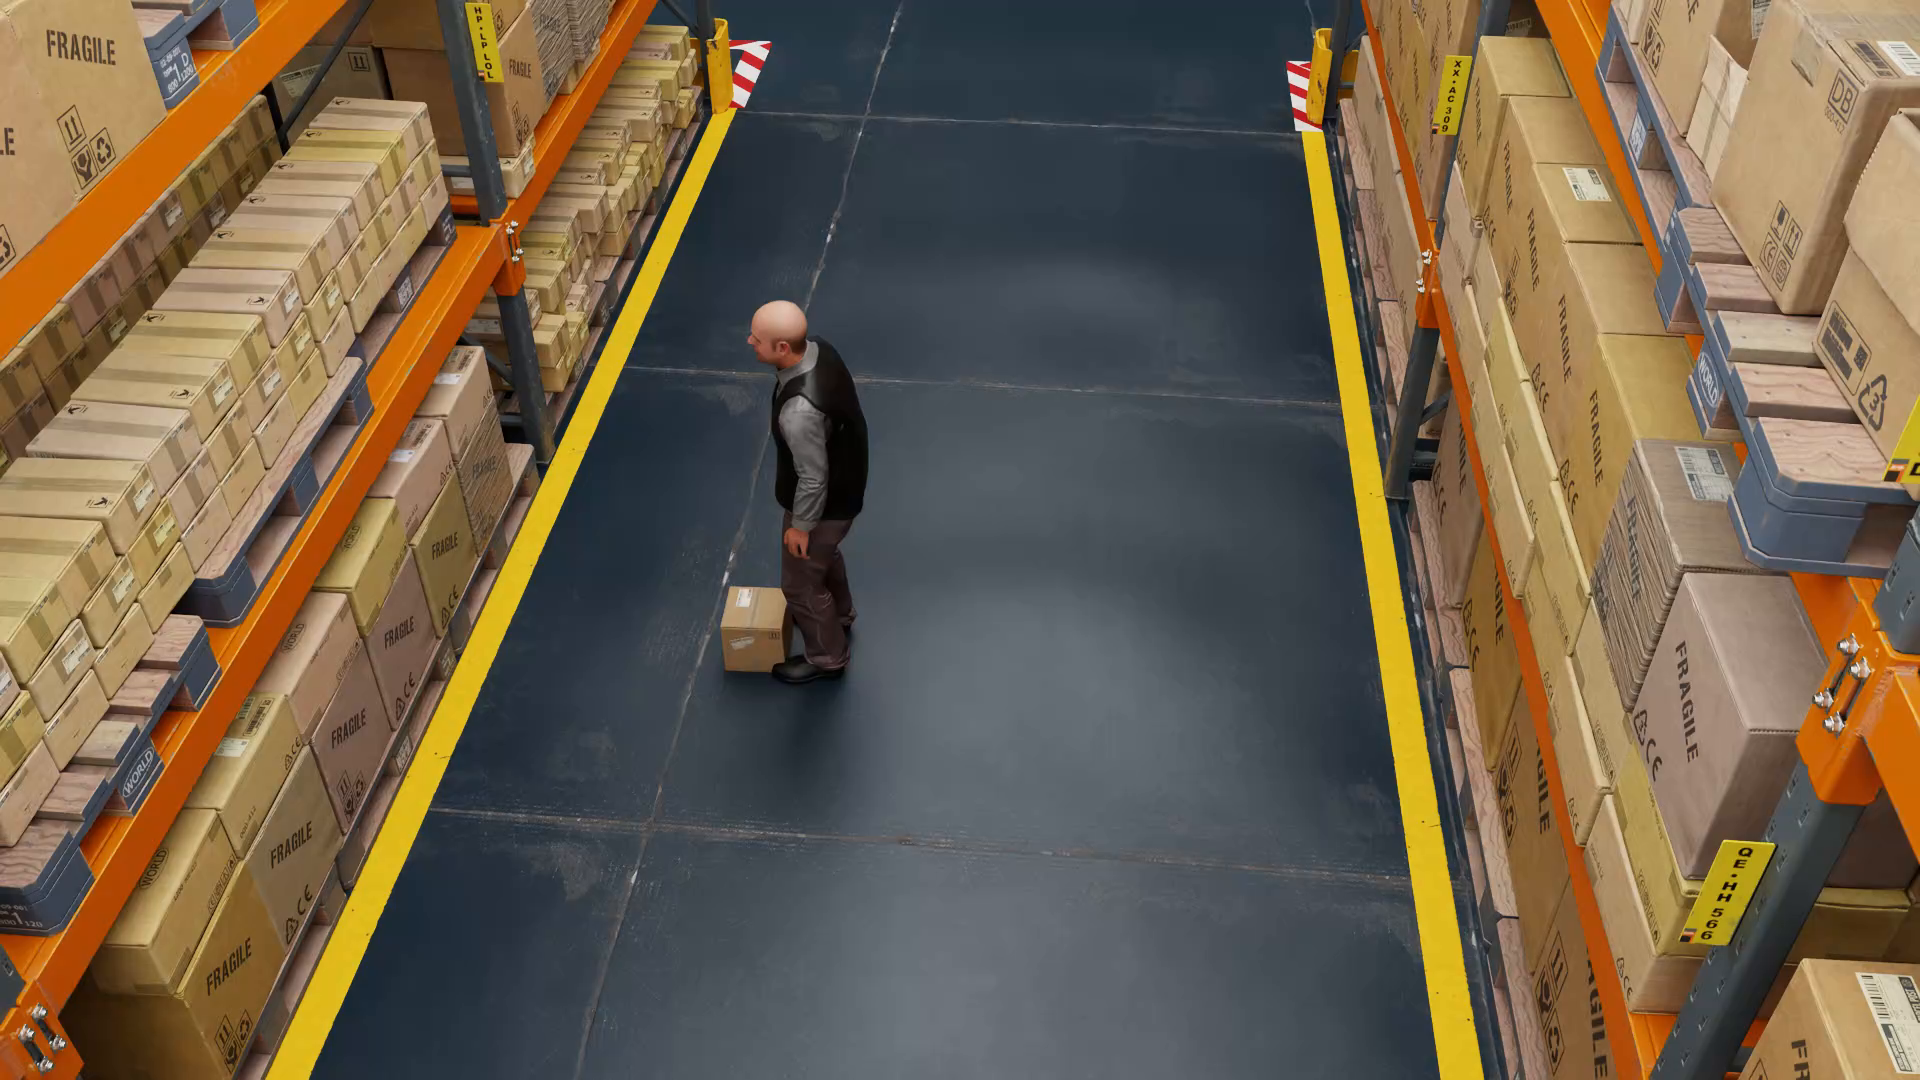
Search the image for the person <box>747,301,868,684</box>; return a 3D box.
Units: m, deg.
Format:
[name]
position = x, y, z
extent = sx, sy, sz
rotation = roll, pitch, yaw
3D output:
[person]
position = -0.558, -0.180, 6.392
extent = 0.426, 1.720, 0.592
rotation = 1, 40, 1
